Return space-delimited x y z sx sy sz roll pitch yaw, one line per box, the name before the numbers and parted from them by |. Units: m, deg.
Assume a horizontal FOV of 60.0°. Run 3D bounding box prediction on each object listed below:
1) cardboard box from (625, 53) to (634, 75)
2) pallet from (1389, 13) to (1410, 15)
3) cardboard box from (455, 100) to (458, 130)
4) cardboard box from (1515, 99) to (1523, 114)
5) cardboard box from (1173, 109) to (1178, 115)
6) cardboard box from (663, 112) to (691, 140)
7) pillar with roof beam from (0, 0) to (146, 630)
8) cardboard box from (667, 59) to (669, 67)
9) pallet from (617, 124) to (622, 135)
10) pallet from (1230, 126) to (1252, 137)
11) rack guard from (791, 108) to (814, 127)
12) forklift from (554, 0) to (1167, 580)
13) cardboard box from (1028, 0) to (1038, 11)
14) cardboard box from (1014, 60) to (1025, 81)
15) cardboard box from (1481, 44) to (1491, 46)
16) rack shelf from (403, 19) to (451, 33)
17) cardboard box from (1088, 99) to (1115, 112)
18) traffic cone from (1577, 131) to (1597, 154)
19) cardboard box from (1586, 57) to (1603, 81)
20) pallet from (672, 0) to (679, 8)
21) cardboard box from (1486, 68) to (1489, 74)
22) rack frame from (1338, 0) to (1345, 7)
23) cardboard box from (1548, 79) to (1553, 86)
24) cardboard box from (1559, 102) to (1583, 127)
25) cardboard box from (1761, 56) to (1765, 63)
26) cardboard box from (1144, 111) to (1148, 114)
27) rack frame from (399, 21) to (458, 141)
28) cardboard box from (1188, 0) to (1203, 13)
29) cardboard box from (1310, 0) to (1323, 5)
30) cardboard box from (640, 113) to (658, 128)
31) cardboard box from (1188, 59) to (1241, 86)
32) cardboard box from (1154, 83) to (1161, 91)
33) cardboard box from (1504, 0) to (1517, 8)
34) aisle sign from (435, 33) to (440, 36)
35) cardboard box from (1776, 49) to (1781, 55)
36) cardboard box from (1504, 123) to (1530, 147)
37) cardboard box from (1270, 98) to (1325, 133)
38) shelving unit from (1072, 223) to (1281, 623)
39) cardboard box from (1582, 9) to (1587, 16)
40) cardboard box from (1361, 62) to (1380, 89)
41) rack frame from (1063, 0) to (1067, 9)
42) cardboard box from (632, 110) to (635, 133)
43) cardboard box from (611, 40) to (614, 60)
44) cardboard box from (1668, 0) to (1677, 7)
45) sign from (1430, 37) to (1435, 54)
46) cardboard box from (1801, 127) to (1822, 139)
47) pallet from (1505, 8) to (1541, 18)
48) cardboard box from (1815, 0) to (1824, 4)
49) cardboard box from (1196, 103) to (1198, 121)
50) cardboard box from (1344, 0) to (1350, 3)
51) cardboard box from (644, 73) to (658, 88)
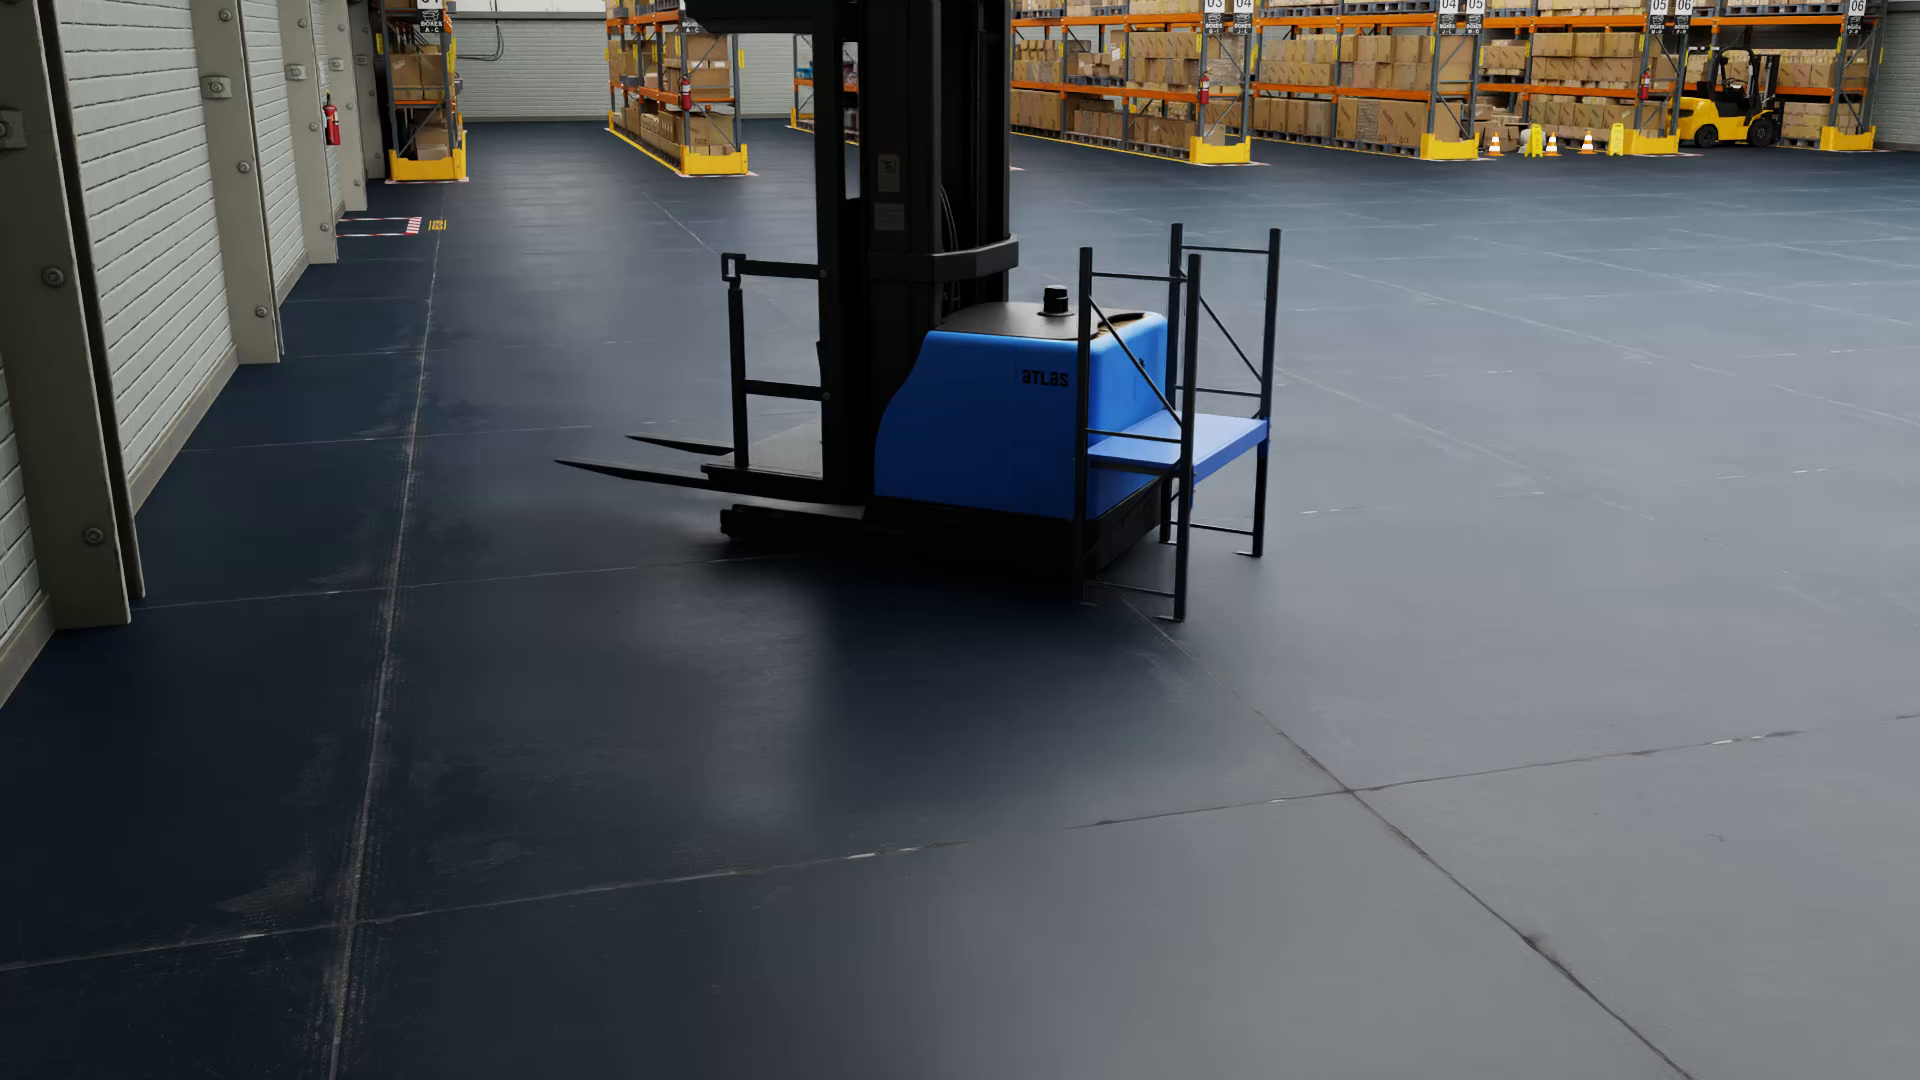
cardboard box | -7.551 -11.277 39.376 0.700 0.500 0.500 -2 17 -6
pallet | 11.900 -13.650 43.295 1.003 0.211 1.213 -4 17 -13
cardboard box | -11.689 -9.491 37.341 0.750 0.750 0.750 -5 17 -16
cardboard box | 16.027 -12.173 46.879 0.500 0.500 0.500 -4 17 -13
cardboard box | 6.038 -11.695 45.380 0.380 0.149 0.250 -5 18 -17
cardboard box | -5.416 -7.963 31.993 0.500 0.500 0.500 -5 17 -15
pillar with roof beam | 0.531 -4.350 6.792 9.100 9.000 0.400 -5 17 -15
cardboard box | -5.488 -9.277 32.321 0.380 0.149 0.250 -5 17 -17
pallet | -8.243 -10.554 42.722 1.003 0.211 1.213 -5 17 -15
pallet | 7.493 -10.283 41.817 1.003 0.211 1.213 -5 17 -15
rack guard | -4.071 -11.667 45.925 1.175 0.500 0.348 -5 17 -15
forklift | -0.577 -1.499 7.849 3.031 2.935 1.130 8 18 24
cardboard box | 2.025 -13.428 41.653 0.500 0.311 0.500 -5 18 -17
cardboard box | 1.696 -12.045 42.663 0.500 0.500 0.500 -5 17 -15
cardboard box | 15.289 -14.295 48.769 0.500 0.500 0.500 -4 17 -14
rack shelf | -11.928 -11.508 37.086 1.077 0.370 4.000 -5 17 -15
cardboard box | 3.278 -10.081 38.577 0.500 0.250 0.500 -3 17 -9
traffic cone | 13.278 -8.410 35.146 0.336 0.463 0.334 -5 17 -15
cardboard box | 13.955 -10.204 36.019 0.500 0.500 0.500 -5 17 -16
pallet | -4.587 -9.634 29.751 1.003 0.211 1.213 -5 17 -15
cardboard box | 12.890 -11.280 39.998 0.380 0.149 0.250 -5 18 -17
rack frame | 8.805 -13.169 36.149 1.000 3.000 0.127 -5 17 -15
cardboard box | 13.537 -10.345 37.614 0.380 0.149 0.250 -5 17 -16
cardboard box | 13.739 -9.483 37.053 0.500 0.500 0.500 -4 17 -12
cardboard box | 18.467 -11.001 38.061 0.380 0.149 0.250 -5 18 -17
cardboard box | 5.494 -12.214 47.626 0.380 0.149 0.250 -5 17 -15
rack frame | -11.378 -9.863 35.572 1.000 3.000 0.127 -5 17 -15
cardboard box | 4.731 -10.303 32.083 0.500 0.250 0.500 -4 17 -14
cardboard box | 8.255 -12.233 37.606 0.500 0.250 0.500 -5 17 -16
cardboard box | -6.755 -9.240 36.574 0.500 0.311 0.500 -4 17 -13
cardboard box | 4.983 -9.169 32.573 0.875 0.500 0.500 -5 17 -15
cardboard box | 4.204 -9.314 34.181 0.380 0.149 0.250 -5 17 -15
cardboard box | 13.103 -12.571 38.905 0.500 0.250 0.500 -4 17 -15
aisle sign | -13.308 -13.364 42.710 0.394 0.787 0.004 -5 17 -15
cardboard box | 18.680 -11.009 37.569 0.380 0.149 0.250 -4 17 -14
cardboard box | 12.523 -9.115 37.422 0.500 0.500 0.500 7 18 23
cardboard box | 8.030 -10.108 39.570 1.050 0.750 0.750 -4 17 -14
shelving unit | 0.940 -0.545 7.157 0.538 1.500 1.048 9 19 26
cardboard box | 13.811 -11.498 36.238 0.380 0.149 0.250 -5 17 -15
cardboard box | 9.126 -9.957 35.625 0.875 0.550 0.550 -5 17 -15
rack frame | 2.909 -13.911 38.620 1.000 3.000 0.127 -5 17 -15
cardboard box | -7.391 -9.797 38.933 0.500 0.500 0.500 -5 18 -17
cardboard box | -8.663 -12.569 42.668 0.500 0.500 0.500 -4 17 -14
cardboard box | 14.754 -11.276 34.805 0.500 0.250 0.500 -5 17 -16
sign | 9.379 -9.818 32.998 0.100 0.325 0.005 -5 17 -15
cardboard box | 18.975 -8.991 36.719 0.500 0.250 0.500 -5 17 -15
pallet | 13.470 -12.240 38.600 1.213 0.211 1.003 -5 17 -15
cardboard box | 18.888 -11.772 36.247 0.380 0.149 0.250 -5 17 -17
cardboard box | 6.555 -11.287 43.928 0.500 0.500 0.500 -4 17 -13
cardboard box | 8.579 -11.733 36.117 0.380 0.149 0.250 -5 17 -16
cardboard box | -6.557 -9.950 36.017 0.500 0.311 0.500 -5 17 -16
